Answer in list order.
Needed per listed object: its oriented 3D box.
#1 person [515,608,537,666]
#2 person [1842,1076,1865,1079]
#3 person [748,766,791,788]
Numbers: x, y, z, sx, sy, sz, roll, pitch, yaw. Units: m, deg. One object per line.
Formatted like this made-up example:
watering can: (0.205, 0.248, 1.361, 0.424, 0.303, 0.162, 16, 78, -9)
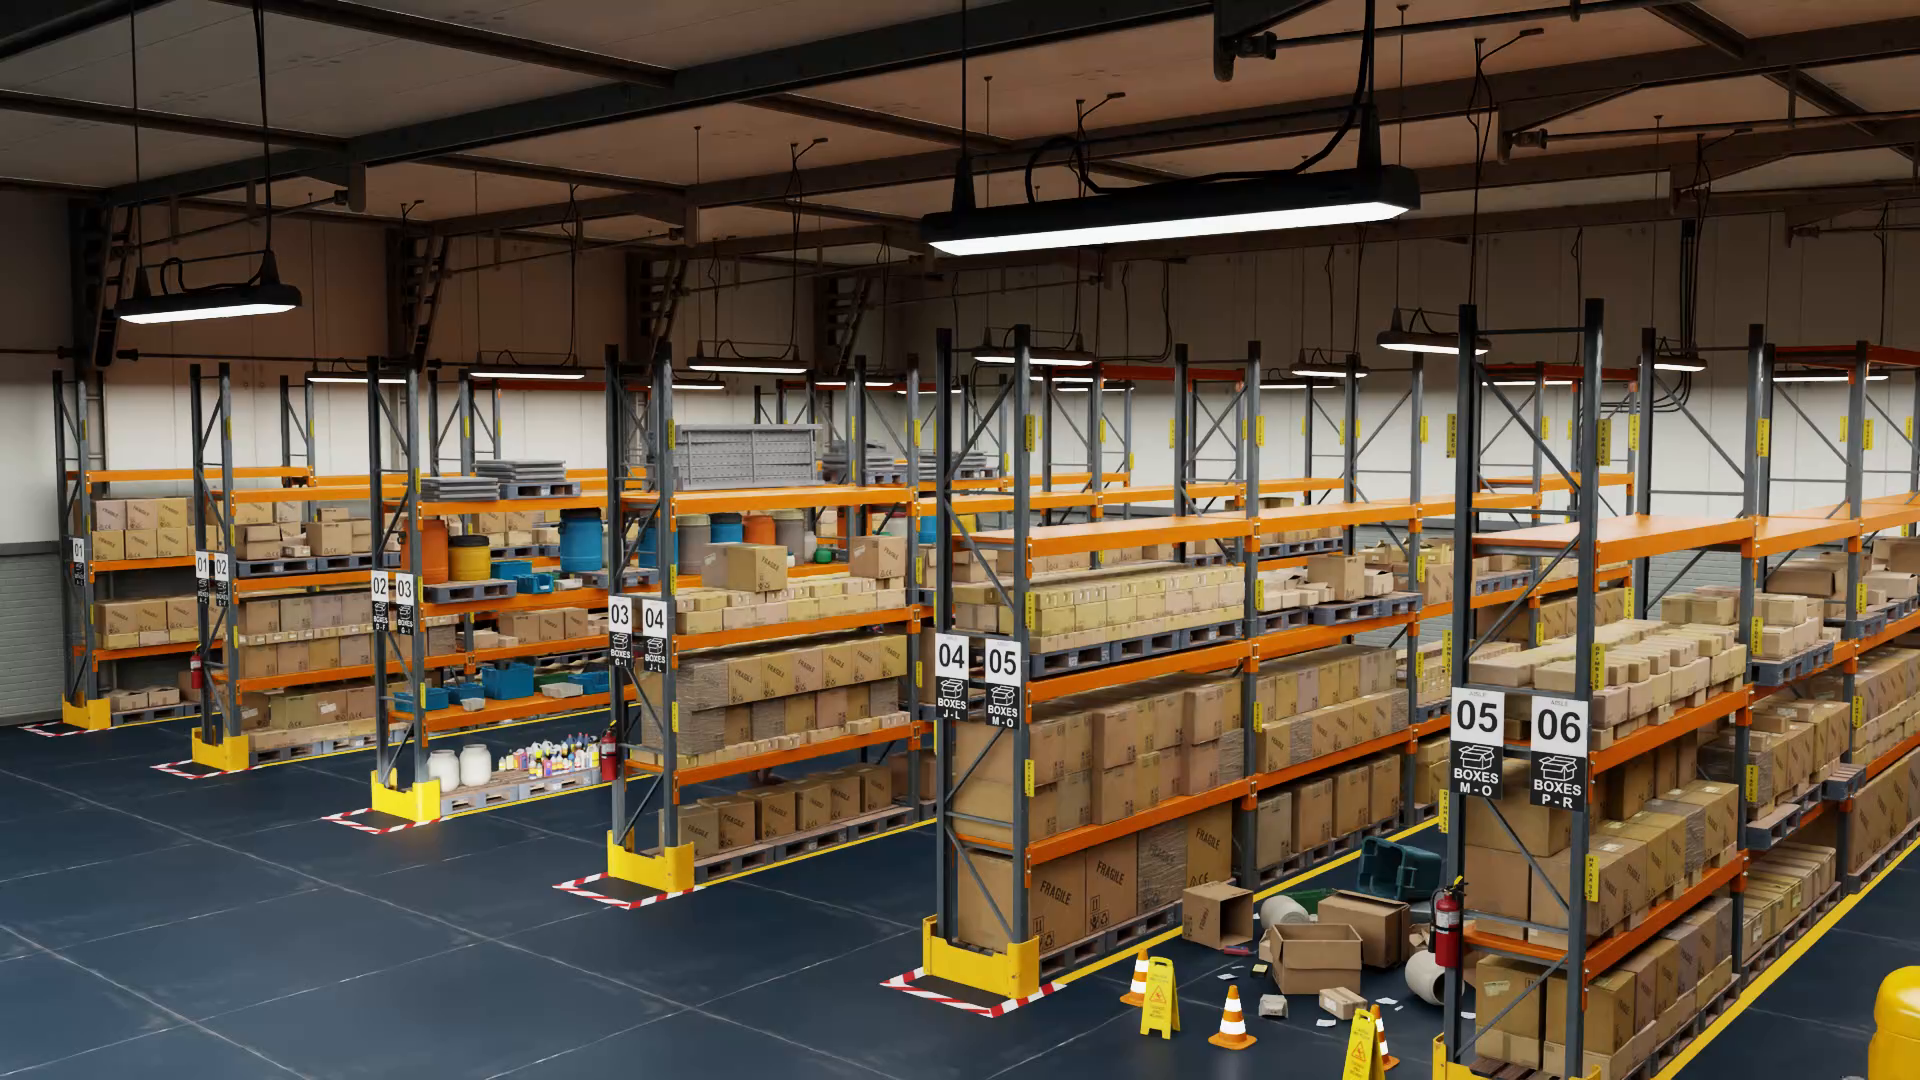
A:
person: (-8.154, 2.102, 30.973, 0.457, 1.646, 0.508, -4, 6, -42)
person: (4.819, 3.682, 8.861, 0.612, 1.646, 0.485, 3, 5, 39)
person: (-2.539, 2.741, 22.050, 0.630, 1.687, 0.595, -3, 5, -34)
